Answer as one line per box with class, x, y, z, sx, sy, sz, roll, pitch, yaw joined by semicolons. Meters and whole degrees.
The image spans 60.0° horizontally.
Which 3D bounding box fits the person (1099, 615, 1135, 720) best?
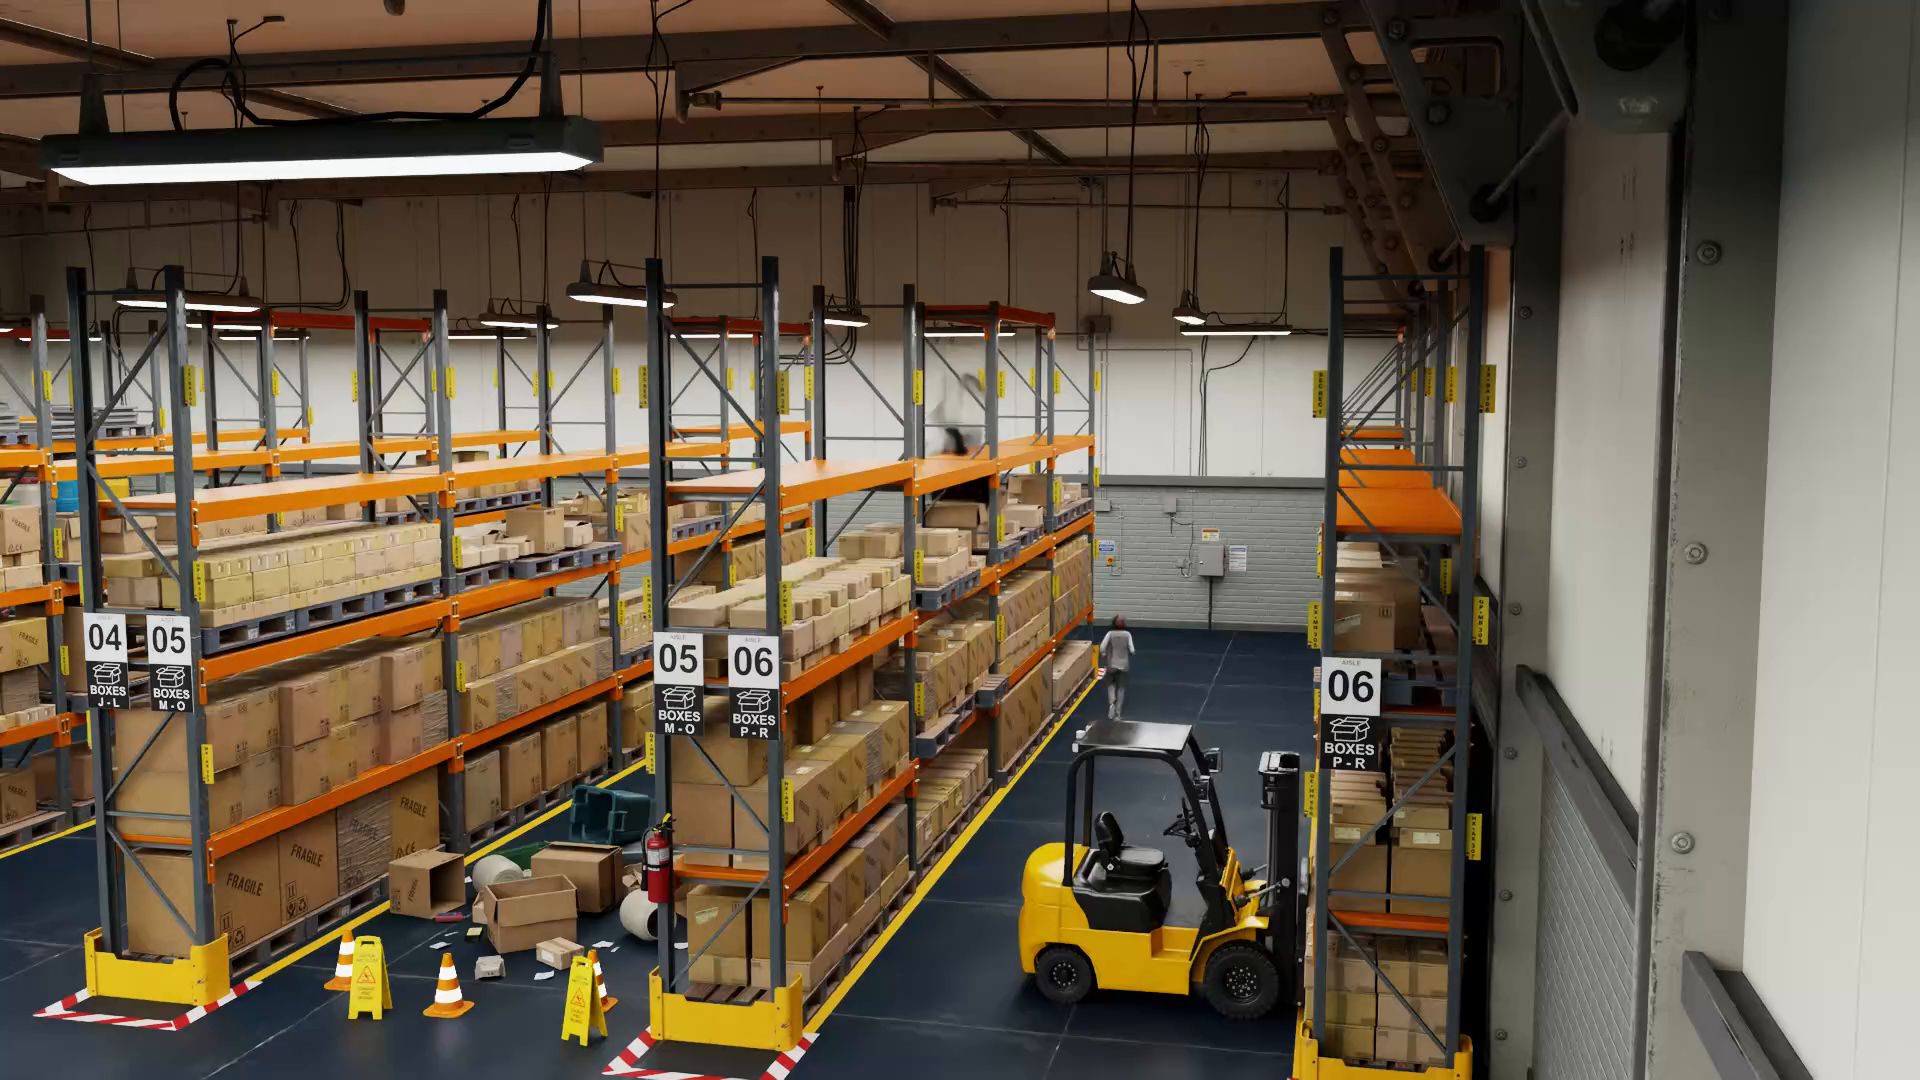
person;2.328;1.879;24.671;0.519;1.564;0.580;1;6;7
